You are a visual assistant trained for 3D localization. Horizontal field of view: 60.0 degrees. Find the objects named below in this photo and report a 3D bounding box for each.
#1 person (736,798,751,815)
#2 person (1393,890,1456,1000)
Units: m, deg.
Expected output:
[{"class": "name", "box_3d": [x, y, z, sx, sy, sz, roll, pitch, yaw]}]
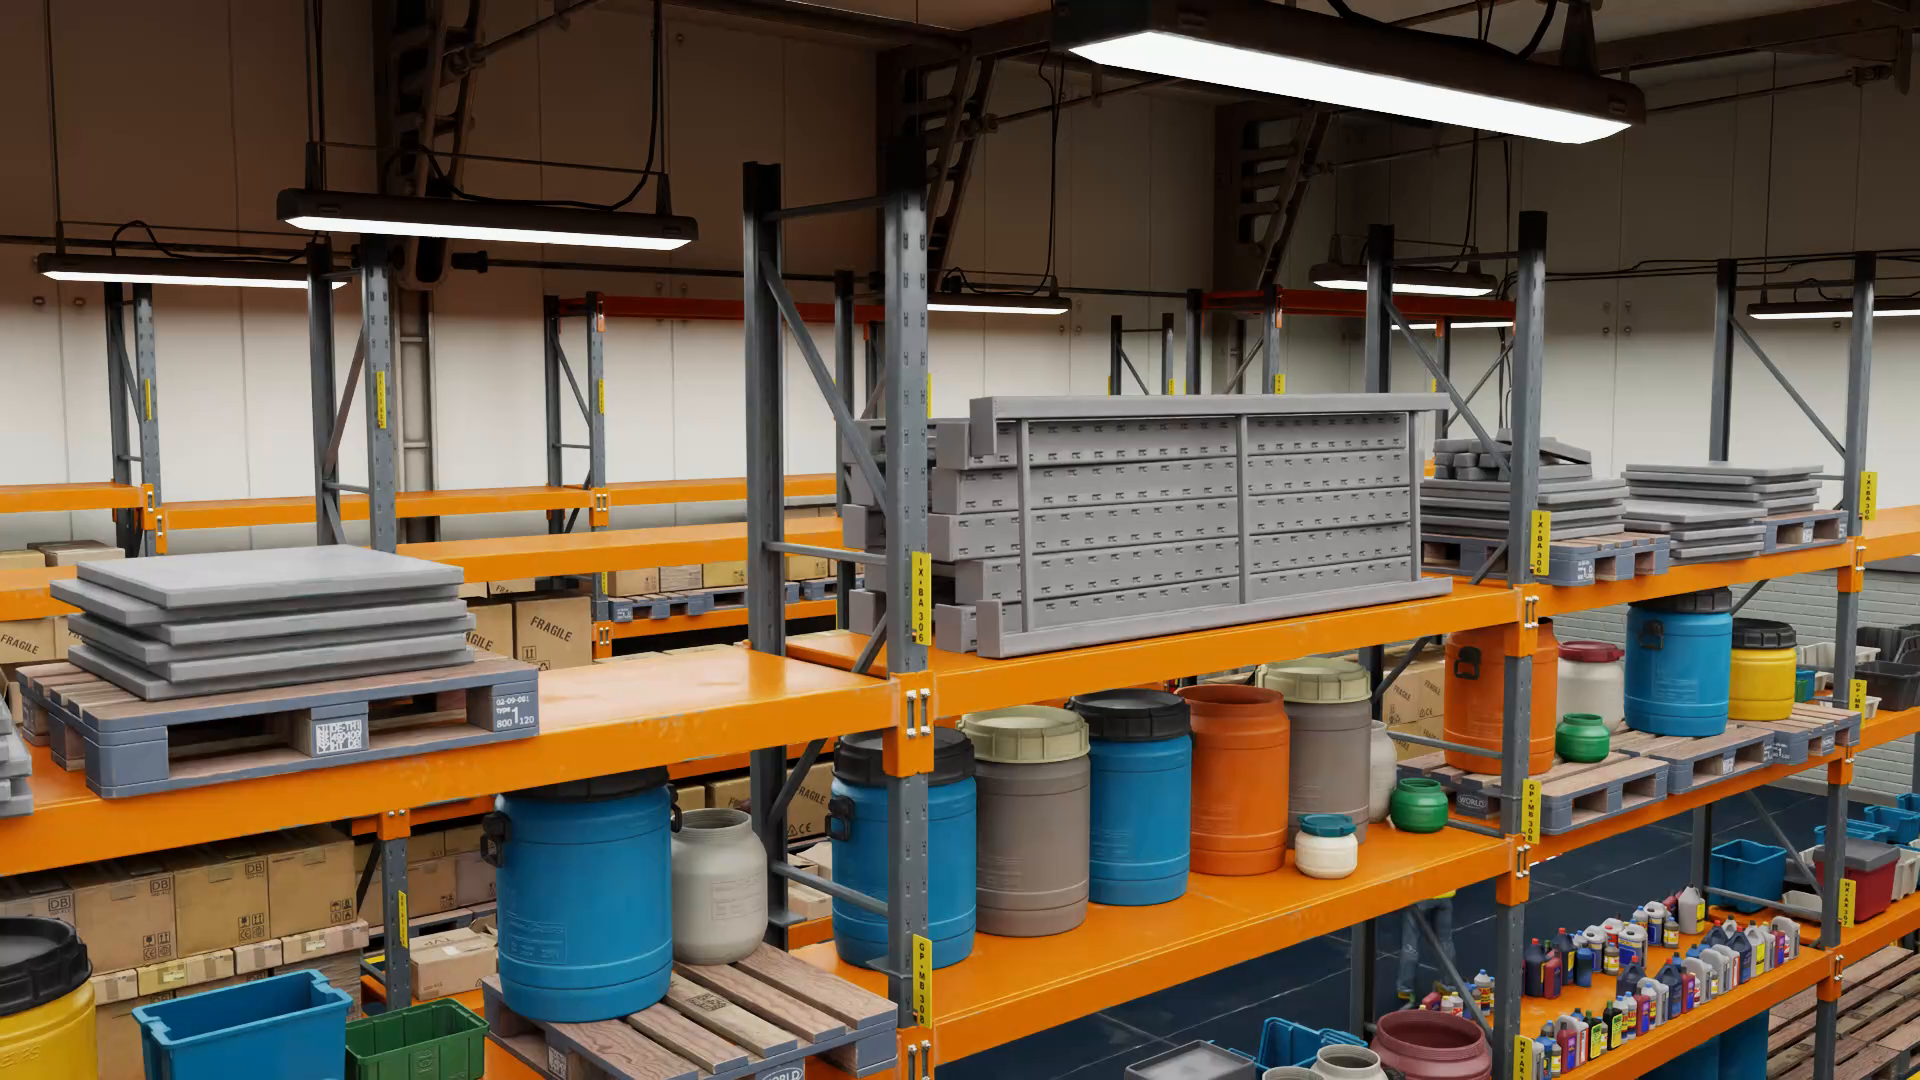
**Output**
[{"class": "person", "box_3d": [-1.752, 2.994, 14.037, 0.466, 1.706, 0.461, 2, 6, 15]}, {"class": "person", "box_3d": [3.897, 2.960, 13.847, 0.643, 1.759, 0.504, -2, 6, -19]}]
